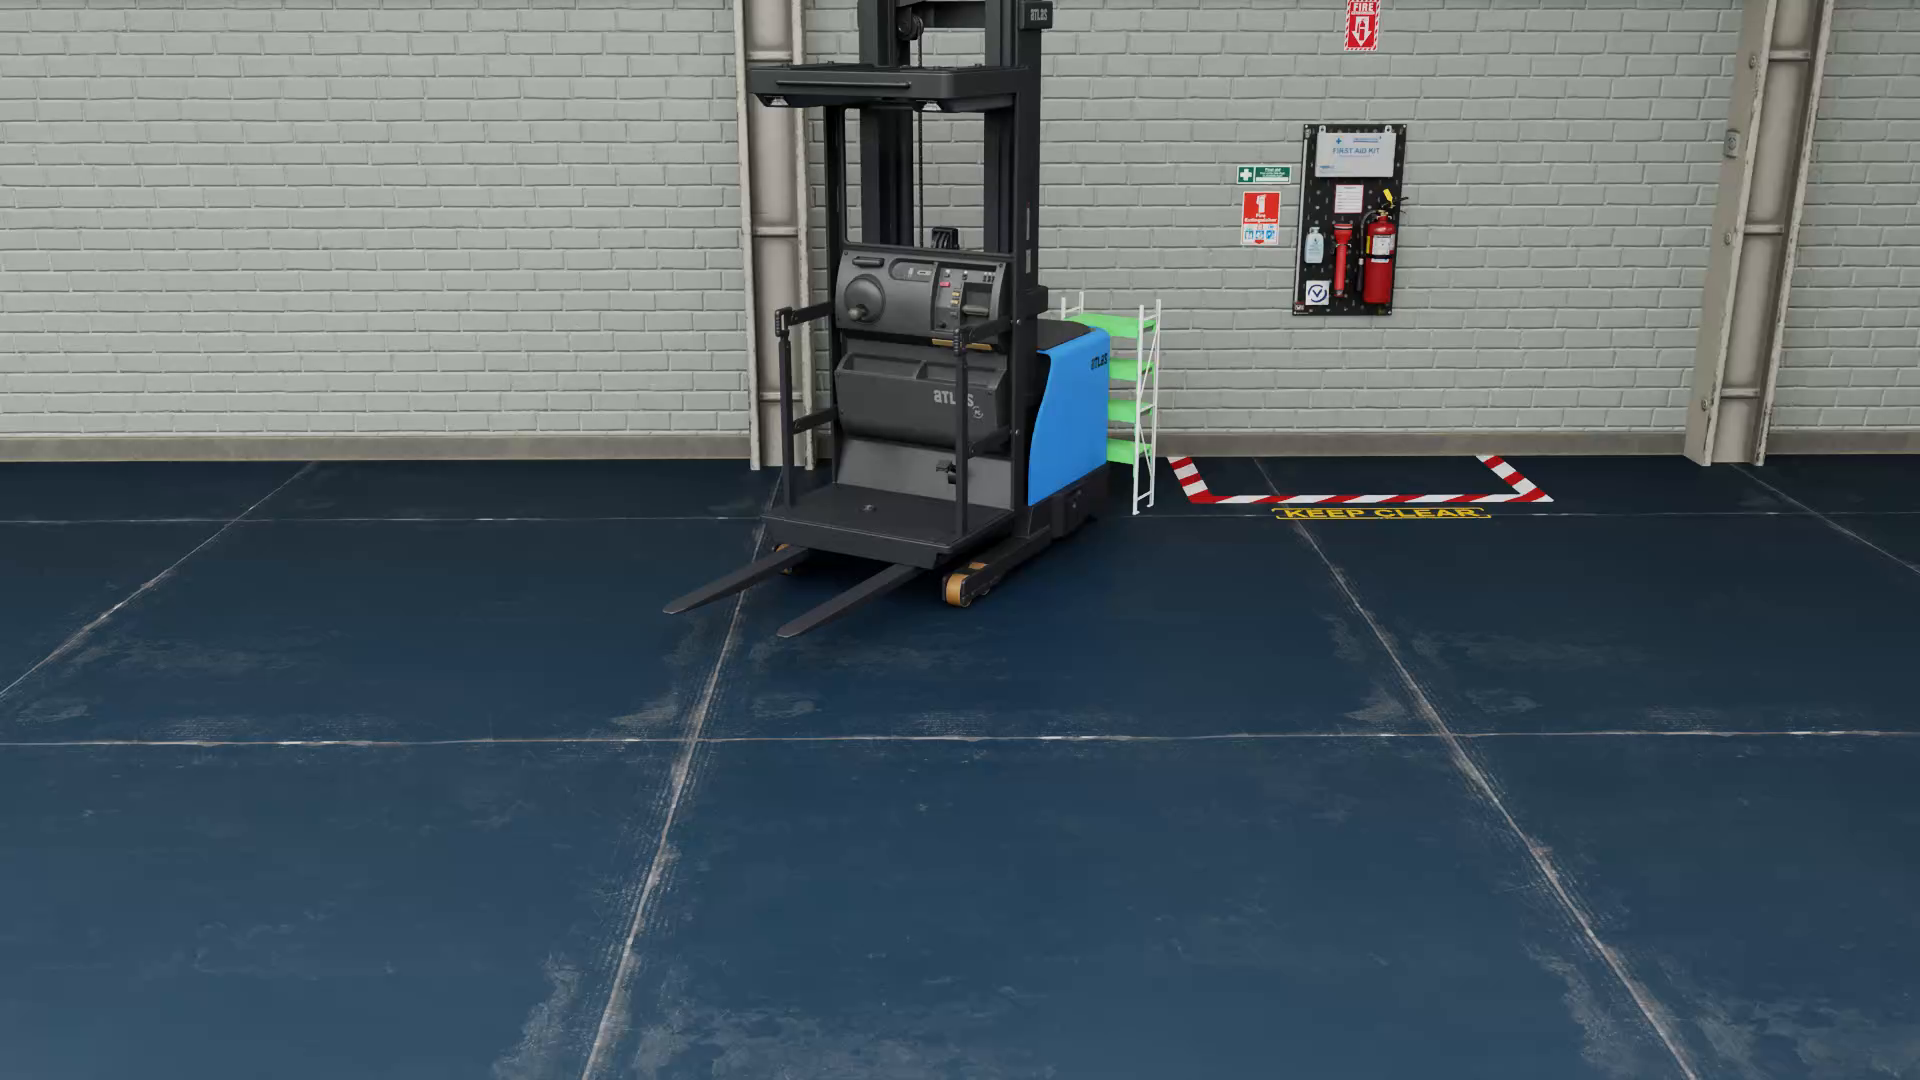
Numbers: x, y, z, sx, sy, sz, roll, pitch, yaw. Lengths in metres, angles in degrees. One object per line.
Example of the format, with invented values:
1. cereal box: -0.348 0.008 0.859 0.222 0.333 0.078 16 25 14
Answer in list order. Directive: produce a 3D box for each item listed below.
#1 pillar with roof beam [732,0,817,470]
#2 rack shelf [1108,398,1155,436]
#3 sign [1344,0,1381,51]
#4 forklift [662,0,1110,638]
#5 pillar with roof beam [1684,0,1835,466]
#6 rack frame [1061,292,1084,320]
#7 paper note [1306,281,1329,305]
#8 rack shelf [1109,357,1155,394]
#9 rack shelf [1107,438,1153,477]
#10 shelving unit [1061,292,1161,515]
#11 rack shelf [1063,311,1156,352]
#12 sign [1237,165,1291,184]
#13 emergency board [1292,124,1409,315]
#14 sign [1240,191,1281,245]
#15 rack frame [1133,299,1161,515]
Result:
1. pillar with roof beam: -1.047 -3.457 5.093 0.400 9.000 9.100 0 18 -1
2. rack shelf: 0.850 -0.725 9.551 0.480 0.148 0.258 11 21 30
3. sign: 2.404 -3.078 9.938 0.199 0.298 0.001 0 18 -1
4. forklift: -0.301 -1.227 8.073 1.130 2.935 3.031 9 20 27
5. pillar with roof beam: 4.953 -3.486 5.183 0.400 9.000 9.100 0 18 -1
6. rack frame: 0.642 -0.825 9.654 0.015 1.200 0.240 11 21 30
7. paper note: 2.235 -1.545 10.395 0.142 0.148 0.016 0 18 -1
8. rack shelf: 0.850 -0.953 9.478 0.480 0.148 0.258 11 21 30
9. rack shelf: 0.850 -0.496 9.625 0.480 0.148 0.258 11 21 30
10. shelving unit: 0.850 -0.785 9.532 0.503 1.200 0.258 11 21 30
11. rack shelf: 0.850 -1.182 9.405 0.480 0.148 0.258 11 21 30
12. sign: 1.863 -2.239 10.192 0.331 0.109 0.001 0 18 -1
13. emergency board: 2.413 -1.944 10.197 0.643 1.169 0.194 0 18 -1
14. sign: 1.859 -1.990 10.281 0.234 0.329 0.001 0 18 -1
15. rack frame: 1.057 -0.746 9.409 0.015 1.200 0.240 11 21 30
